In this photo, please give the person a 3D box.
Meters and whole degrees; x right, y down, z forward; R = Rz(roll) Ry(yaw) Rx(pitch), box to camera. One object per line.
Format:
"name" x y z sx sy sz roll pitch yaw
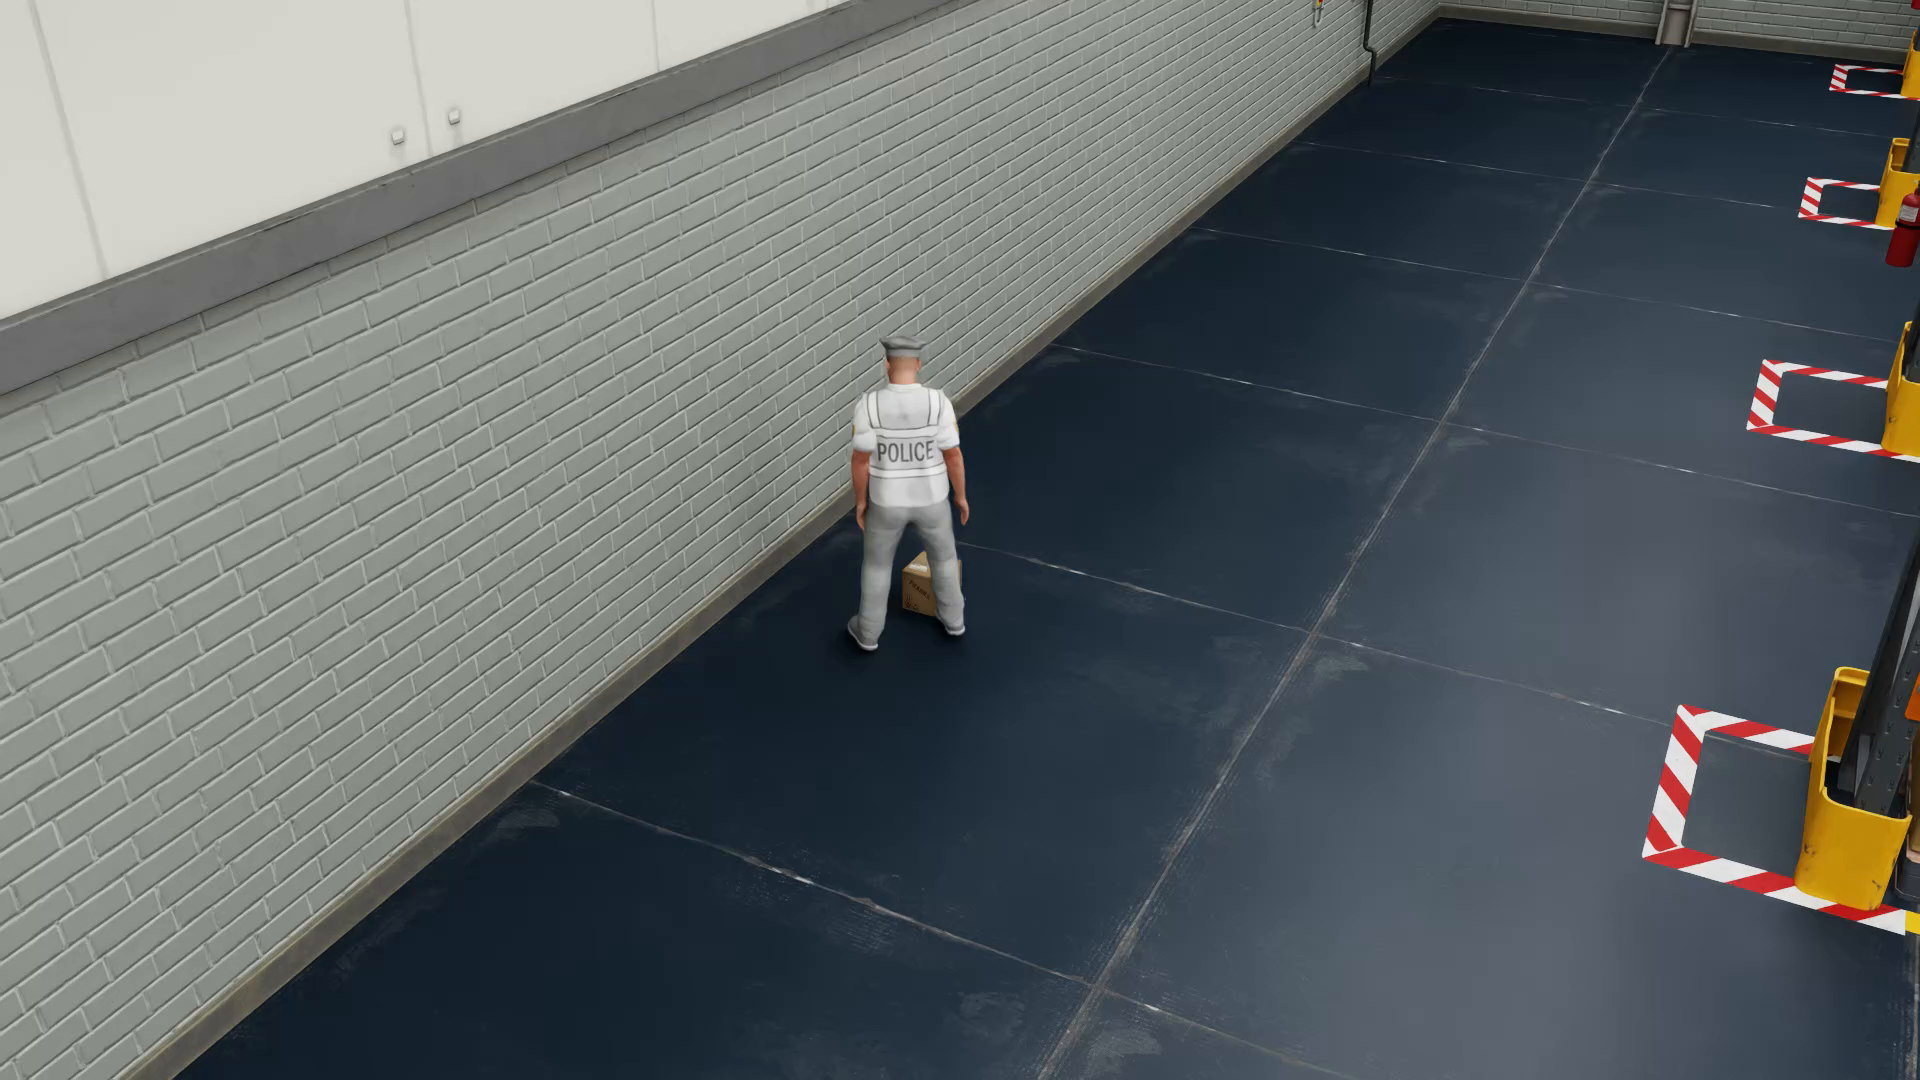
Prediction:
"person" -0.286 -0.236 8.686 0.657 1.740 0.492 -2 30 -3
